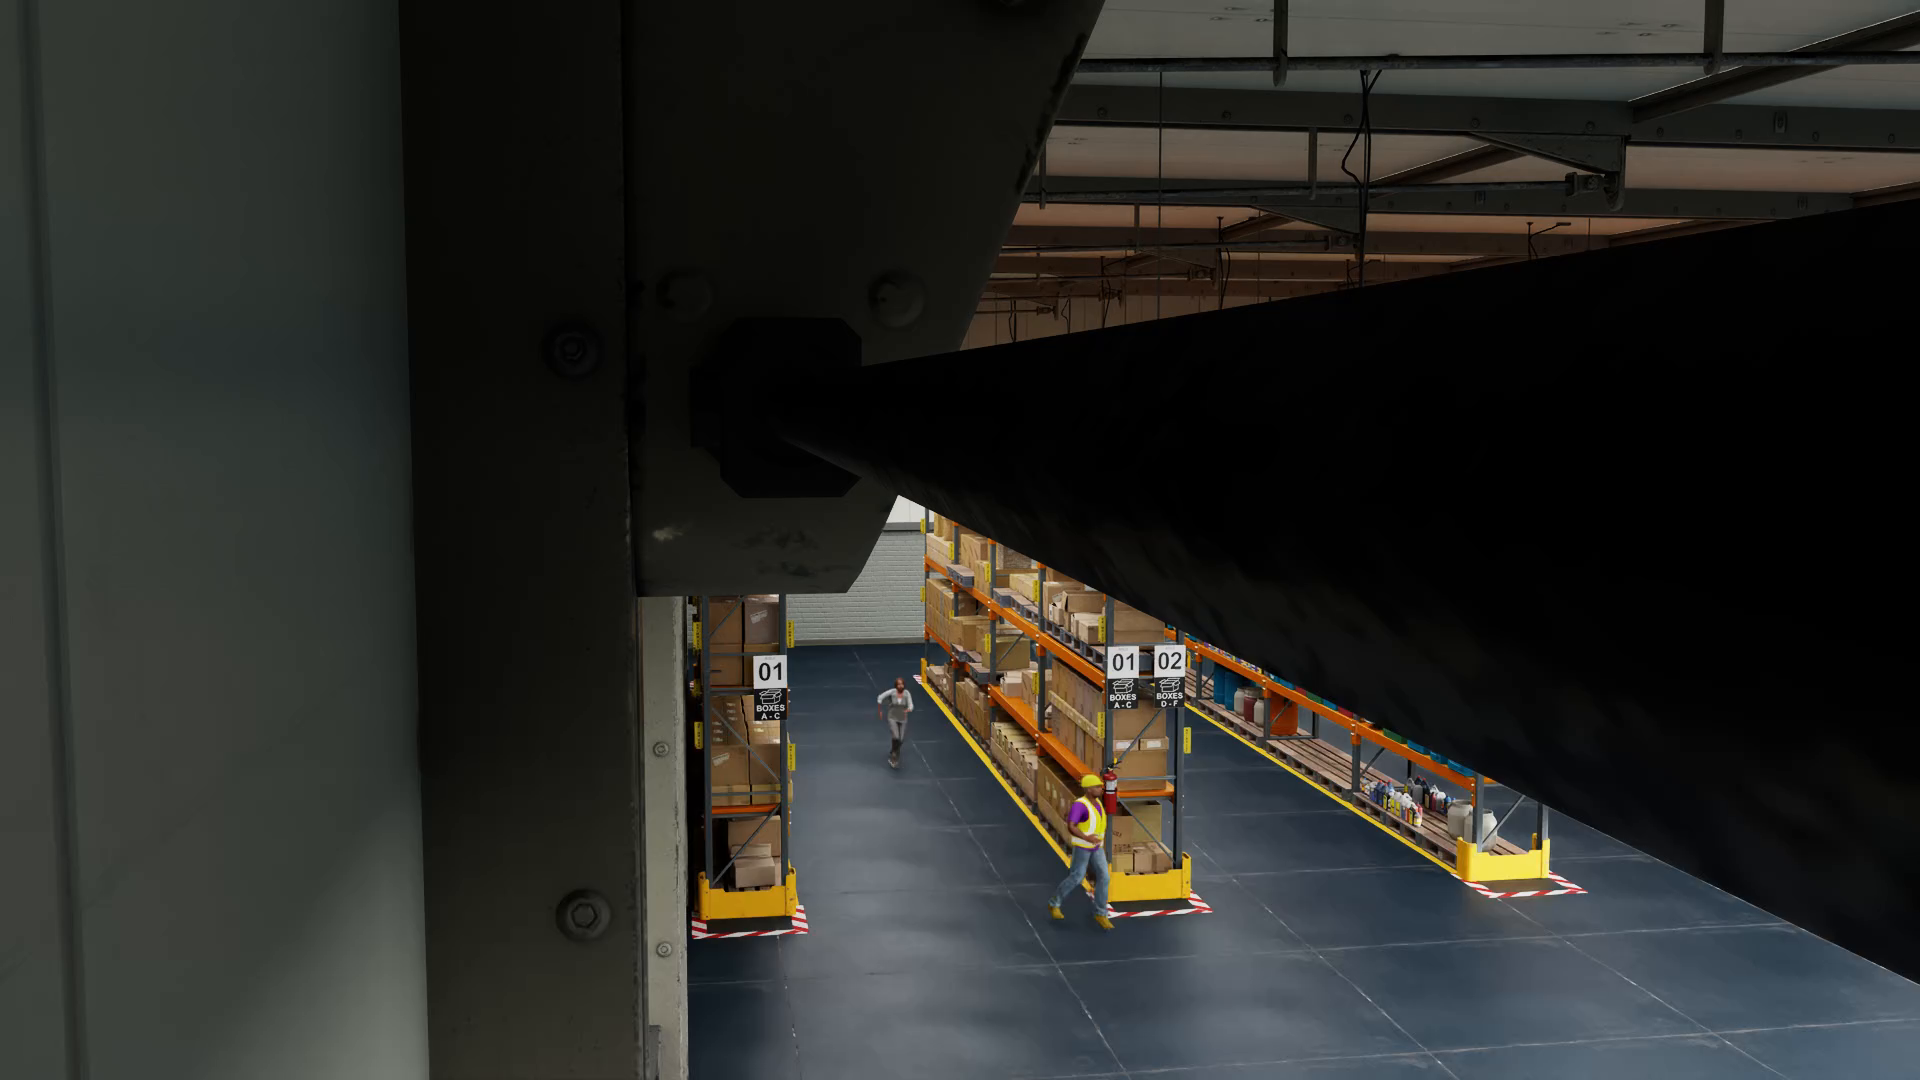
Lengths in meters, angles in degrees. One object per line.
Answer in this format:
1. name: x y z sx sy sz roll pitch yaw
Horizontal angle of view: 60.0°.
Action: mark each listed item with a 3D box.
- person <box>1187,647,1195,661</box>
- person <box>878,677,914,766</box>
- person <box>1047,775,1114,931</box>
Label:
1. person: 5.389 2.004 39.512 0.596 1.744 0.699 0 5 0
2. person: -1.068 3.079 28.075 0.569 1.548 0.681 -1 5 -14
3. person: 1.557 3.703 19.928 0.874 1.776 0.757 4 7 40
